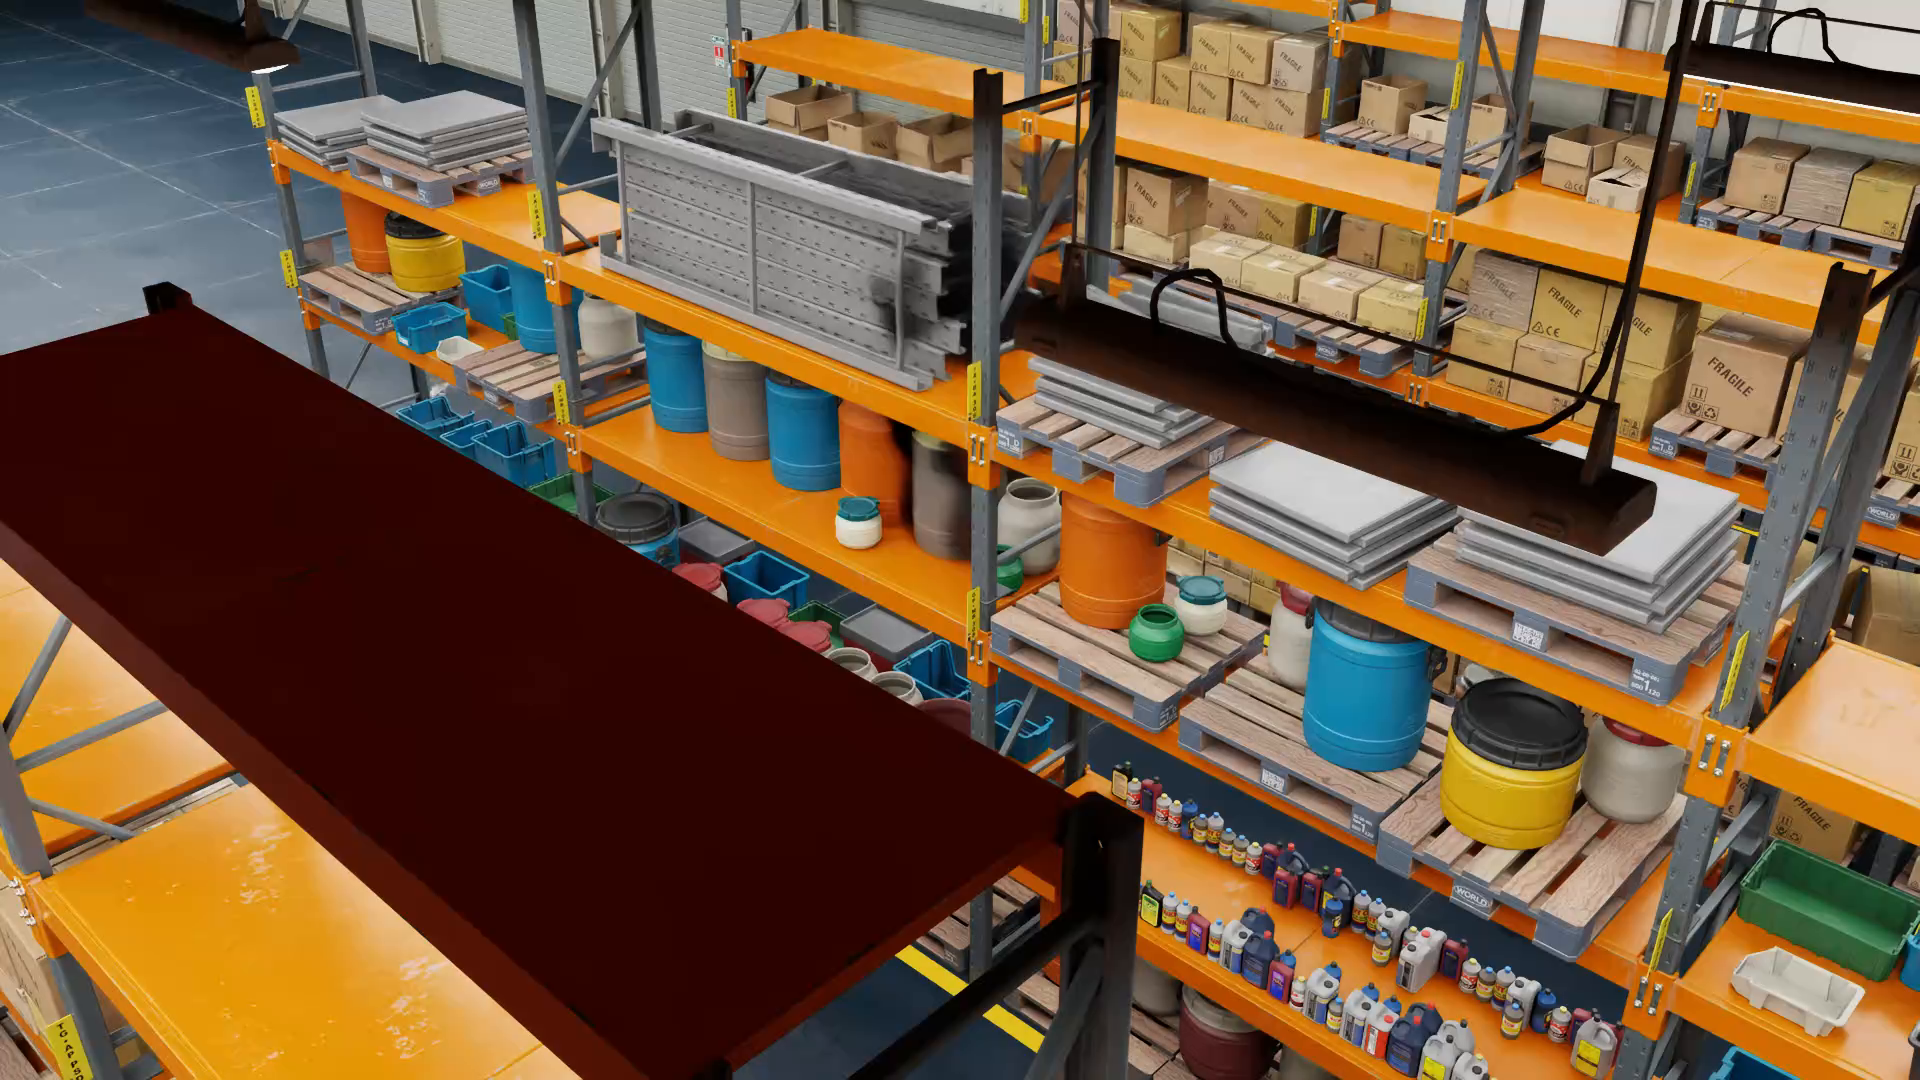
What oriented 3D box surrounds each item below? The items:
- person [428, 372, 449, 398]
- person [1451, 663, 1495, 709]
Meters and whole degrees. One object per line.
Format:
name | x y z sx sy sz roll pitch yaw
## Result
person | -5.802 -2.413 18.820 0.764 1.728 0.536 -12 32 -20
person | 3.393 1.576 11.286 0.842 1.665 0.617 16 33 26
